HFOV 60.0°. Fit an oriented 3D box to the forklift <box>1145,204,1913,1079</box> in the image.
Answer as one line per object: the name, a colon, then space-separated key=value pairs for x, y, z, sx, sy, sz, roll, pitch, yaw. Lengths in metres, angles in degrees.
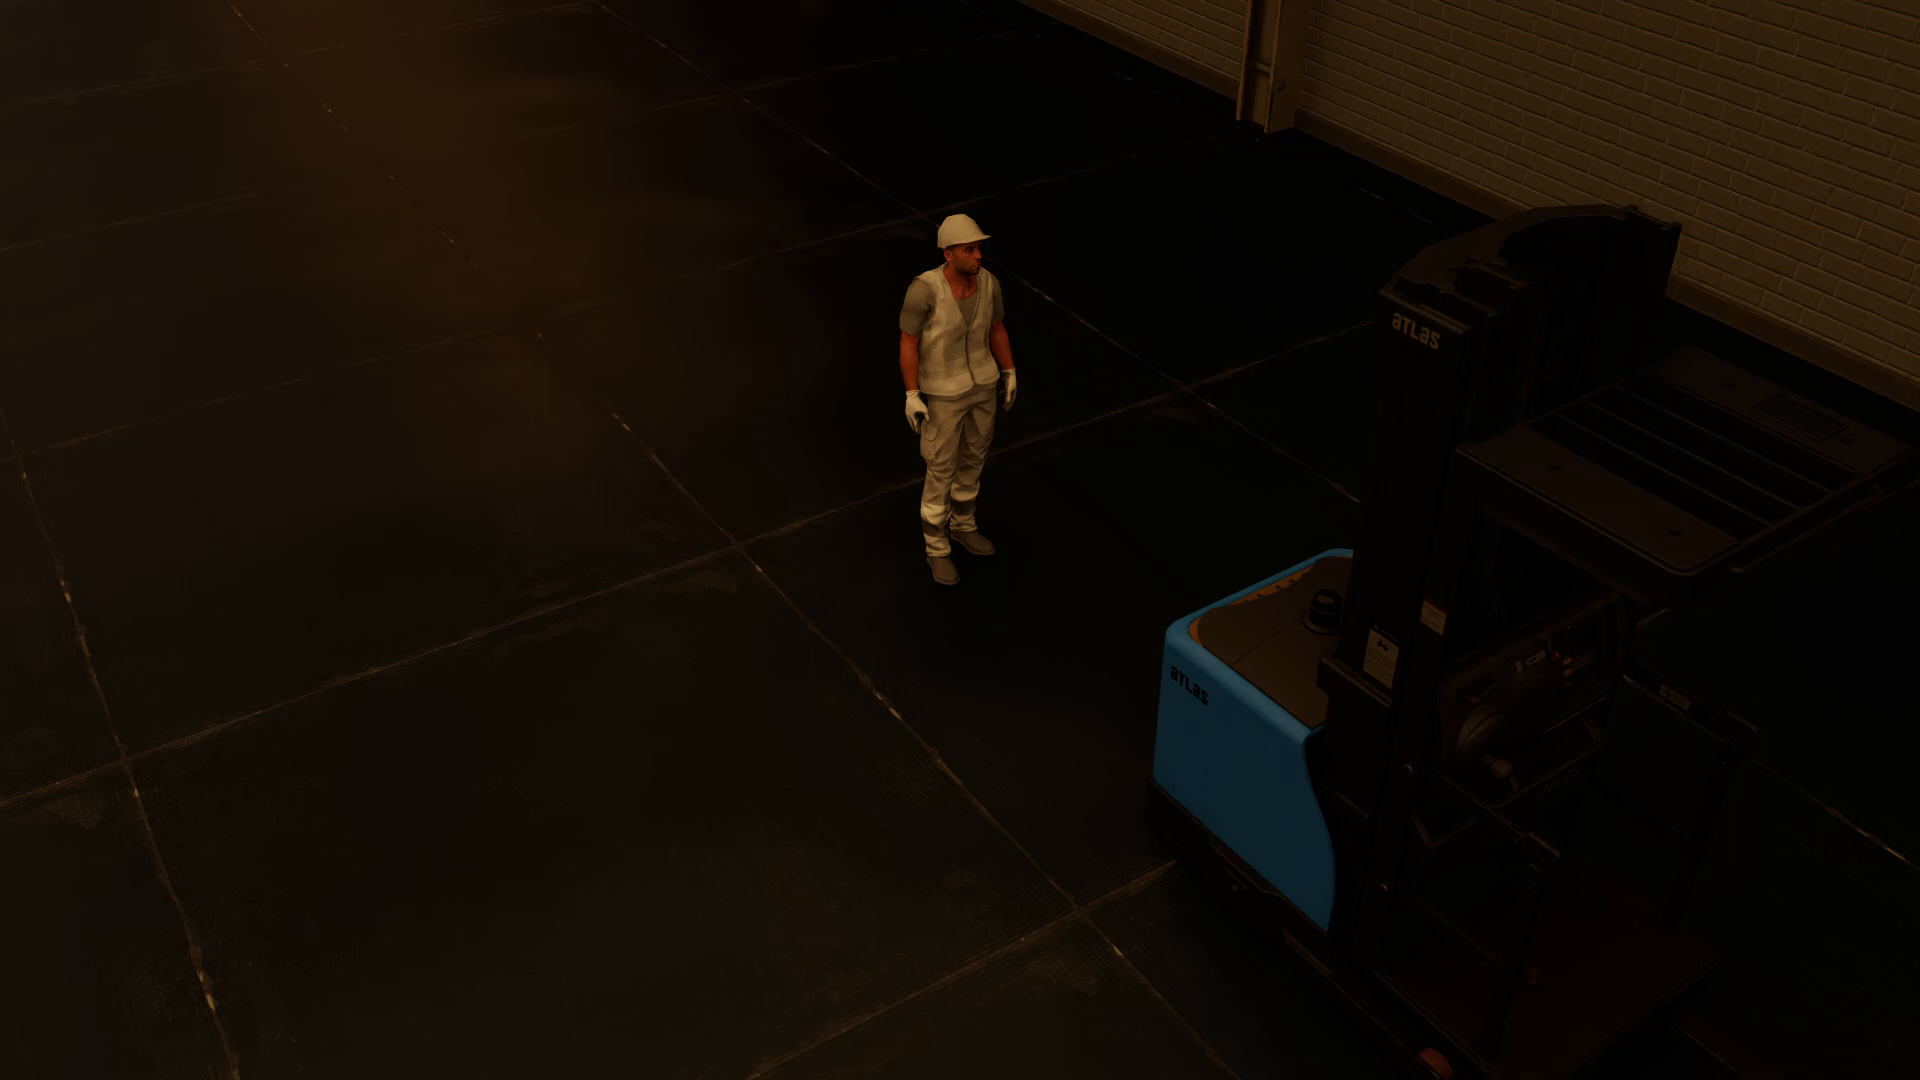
forklift: x=2.025 y=0.542 z=5.376 sx=1.130 sy=2.935 sz=3.031 roll=-22 pitch=41 yaw=-28

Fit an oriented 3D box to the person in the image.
person: x=0.034 y=-0.695 z=8.118 sx=0.637 sy=1.790 sz=0.562 roll=-21 pitch=40 yaw=-27
